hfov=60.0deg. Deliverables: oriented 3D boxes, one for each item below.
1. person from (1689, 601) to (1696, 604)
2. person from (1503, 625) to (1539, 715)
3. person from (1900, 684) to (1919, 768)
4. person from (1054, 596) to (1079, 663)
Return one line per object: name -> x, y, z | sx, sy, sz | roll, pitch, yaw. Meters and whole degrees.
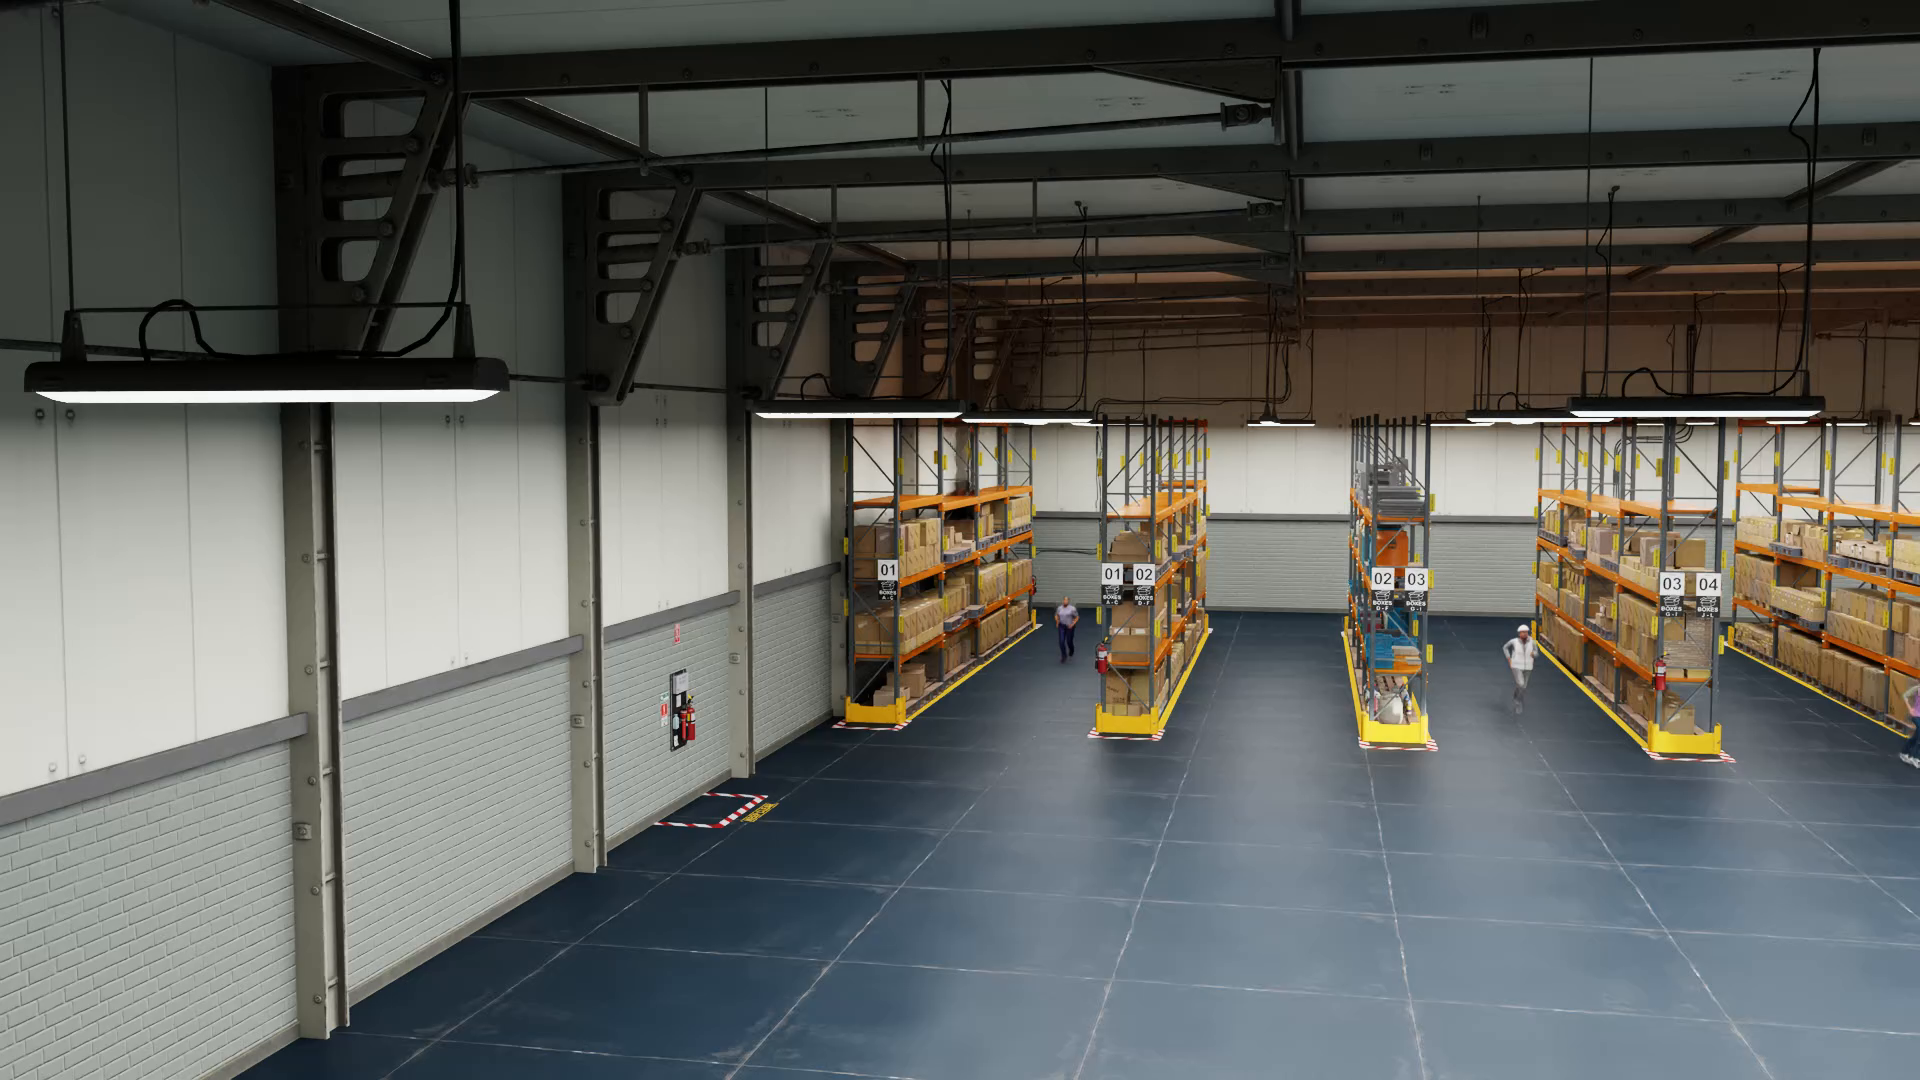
person -> 19.695, 1.952, 45.122 | 0.623, 1.577, 0.696 | 0, 4, -7
person -> 11.355, 2.614, 33.626 | 0.635, 1.820, 0.814 | 0, 4, -4
person -> 16.396, 3.065, 28.356 | 0.535, 1.593, 0.642 | -1, 4, -15
person -> 2.625, 2.188, 41.033 | 0.618, 1.629, 0.742 | 1, 4, 13
